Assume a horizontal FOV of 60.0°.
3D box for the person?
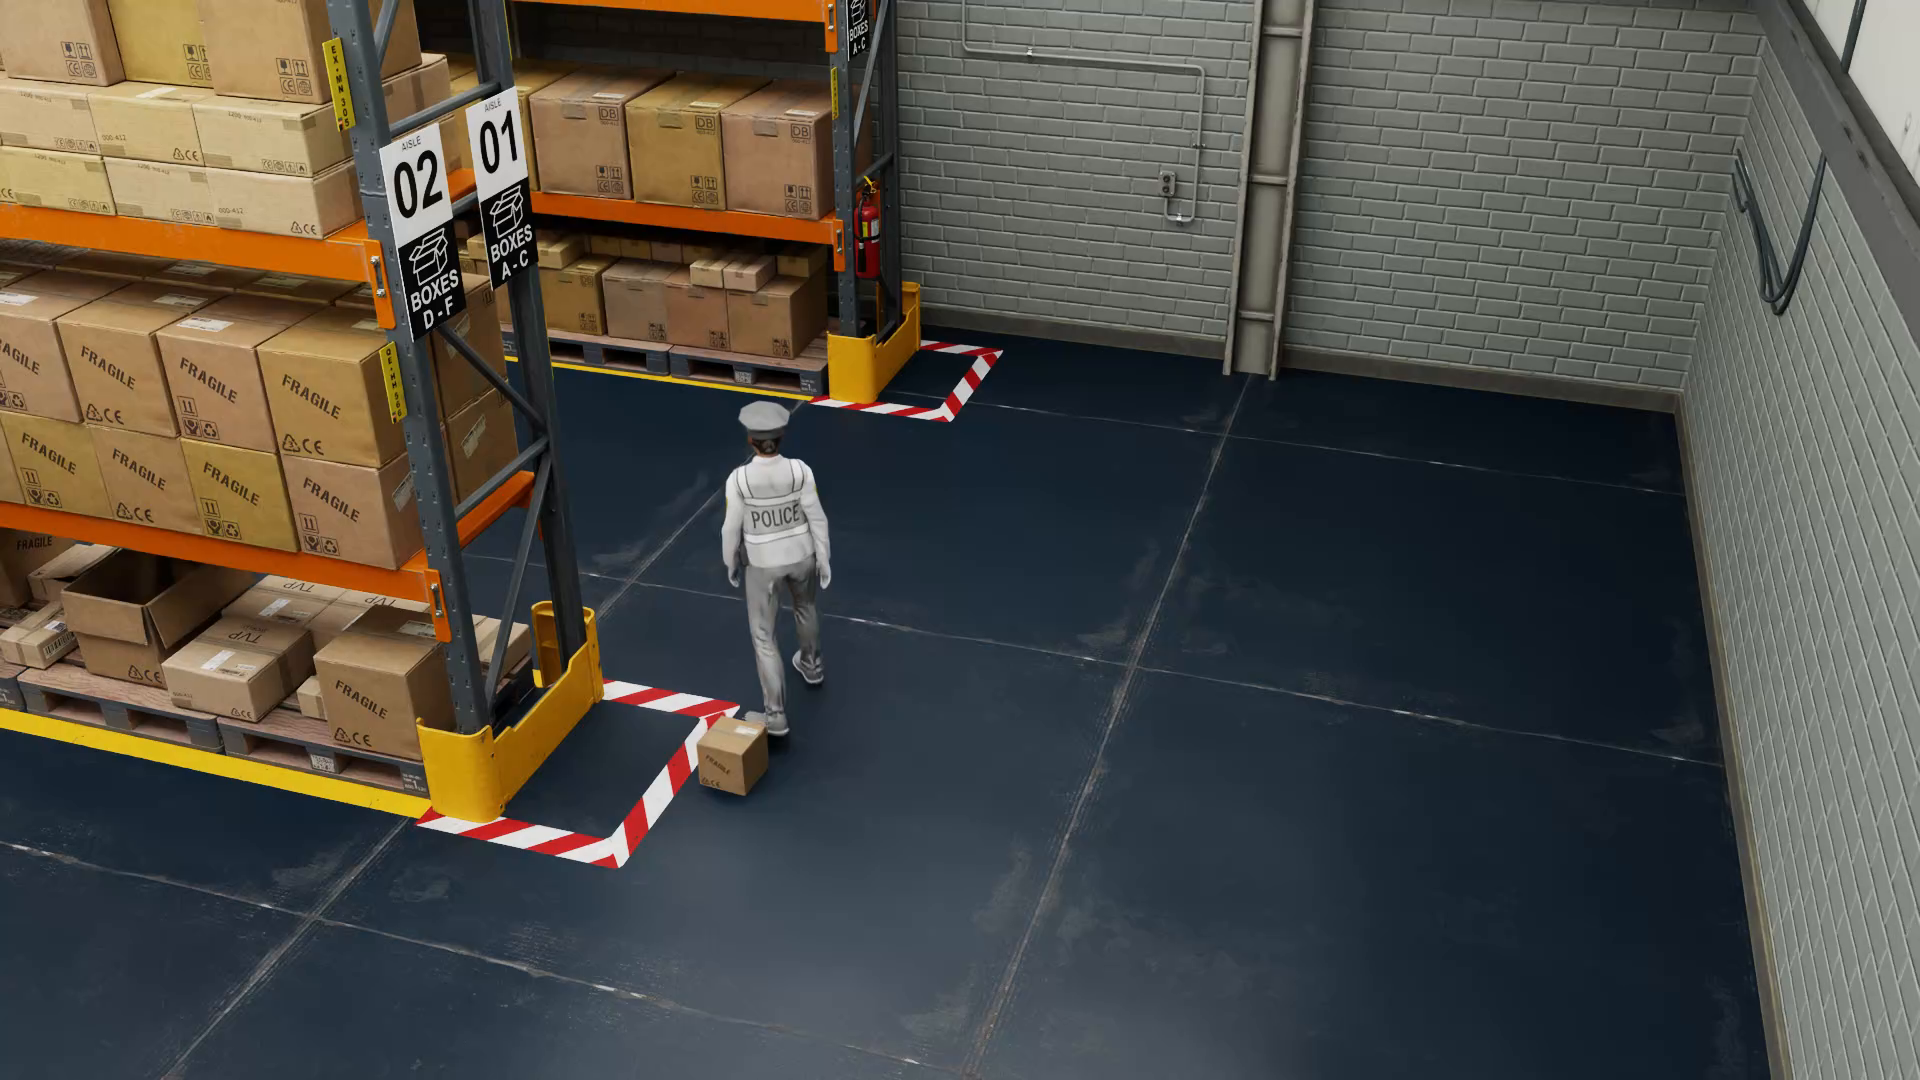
[{"bbox_3d":[-0.899,0.139,8.270,0.549,1.624,0.764,-11,31,-18],"label":"person"}]
